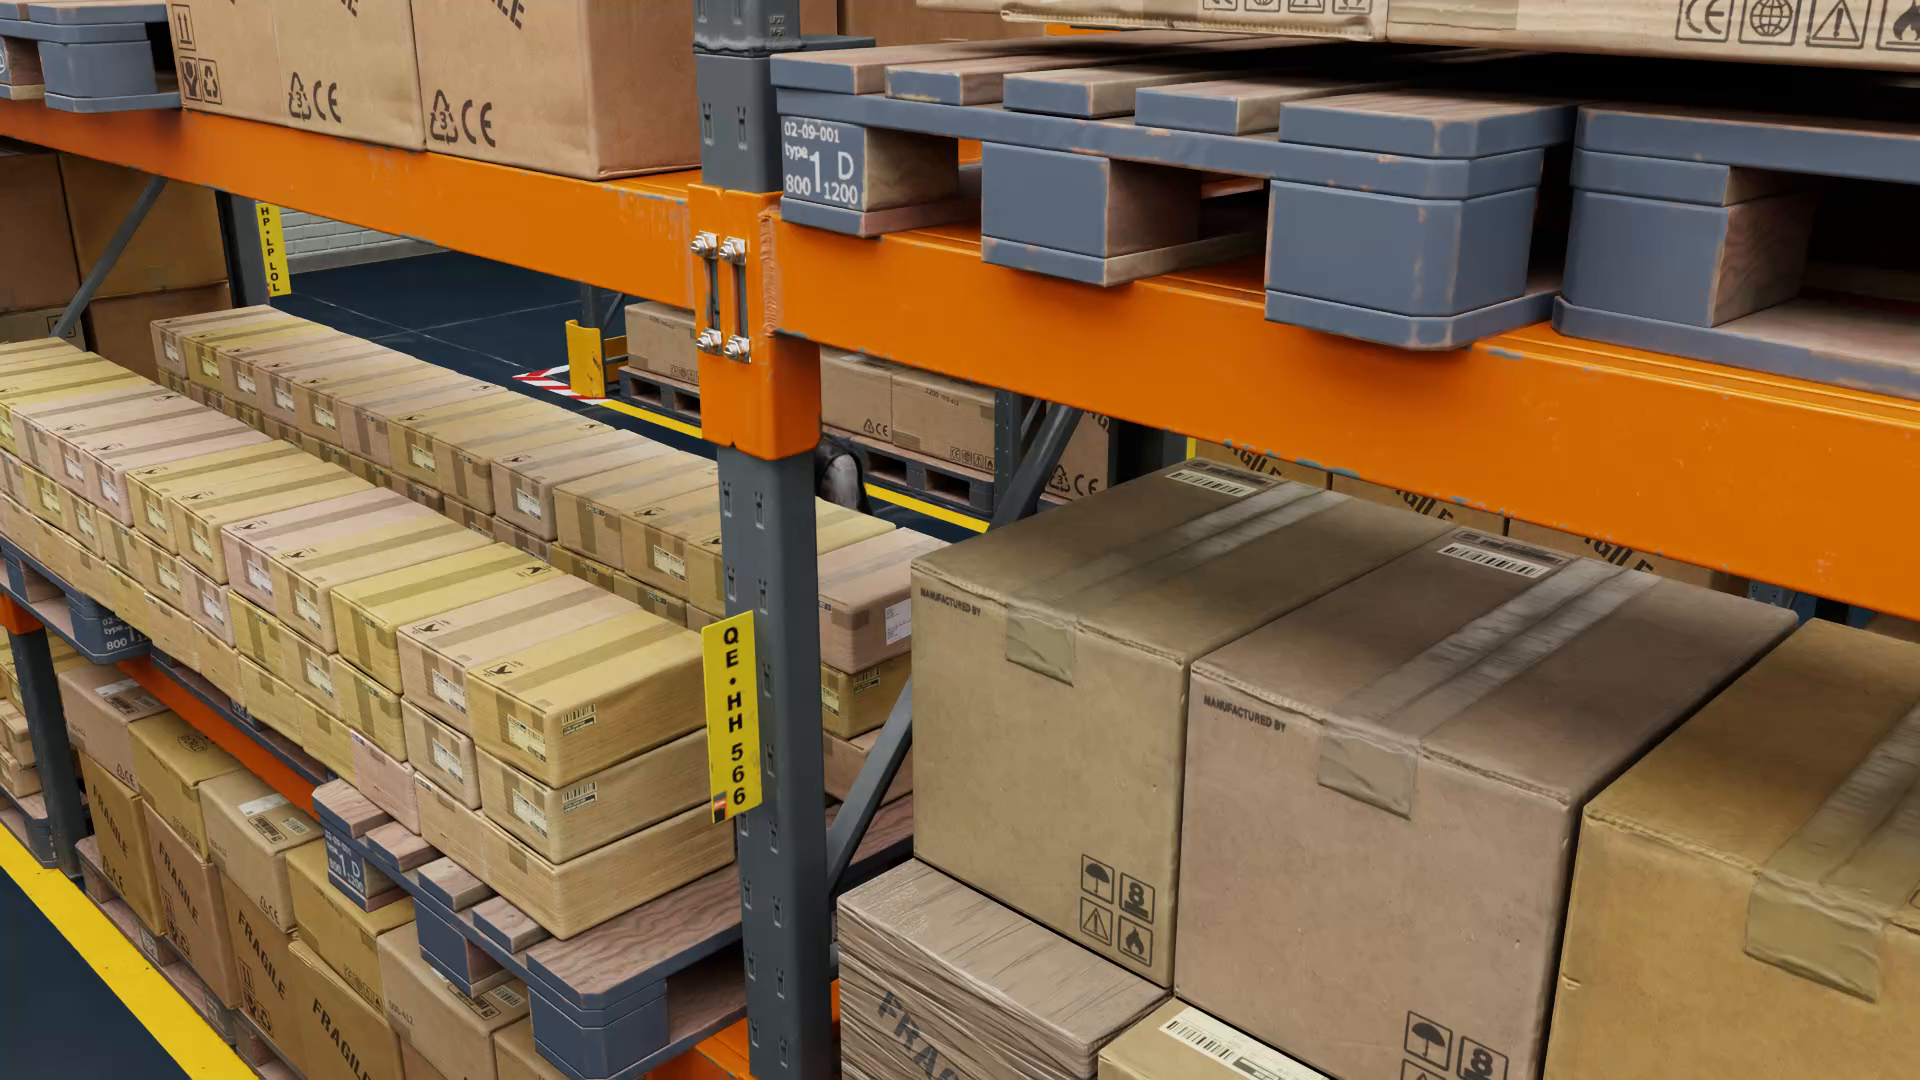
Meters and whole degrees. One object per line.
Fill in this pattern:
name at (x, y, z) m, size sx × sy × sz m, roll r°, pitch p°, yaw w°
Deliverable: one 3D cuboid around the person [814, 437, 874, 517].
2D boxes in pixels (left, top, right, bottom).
person at (-0.560, 0.167, 6.449) m, size 0.586 × 1.533 × 0.602 m, roll 19°, pitch 28°, yaw 41°
